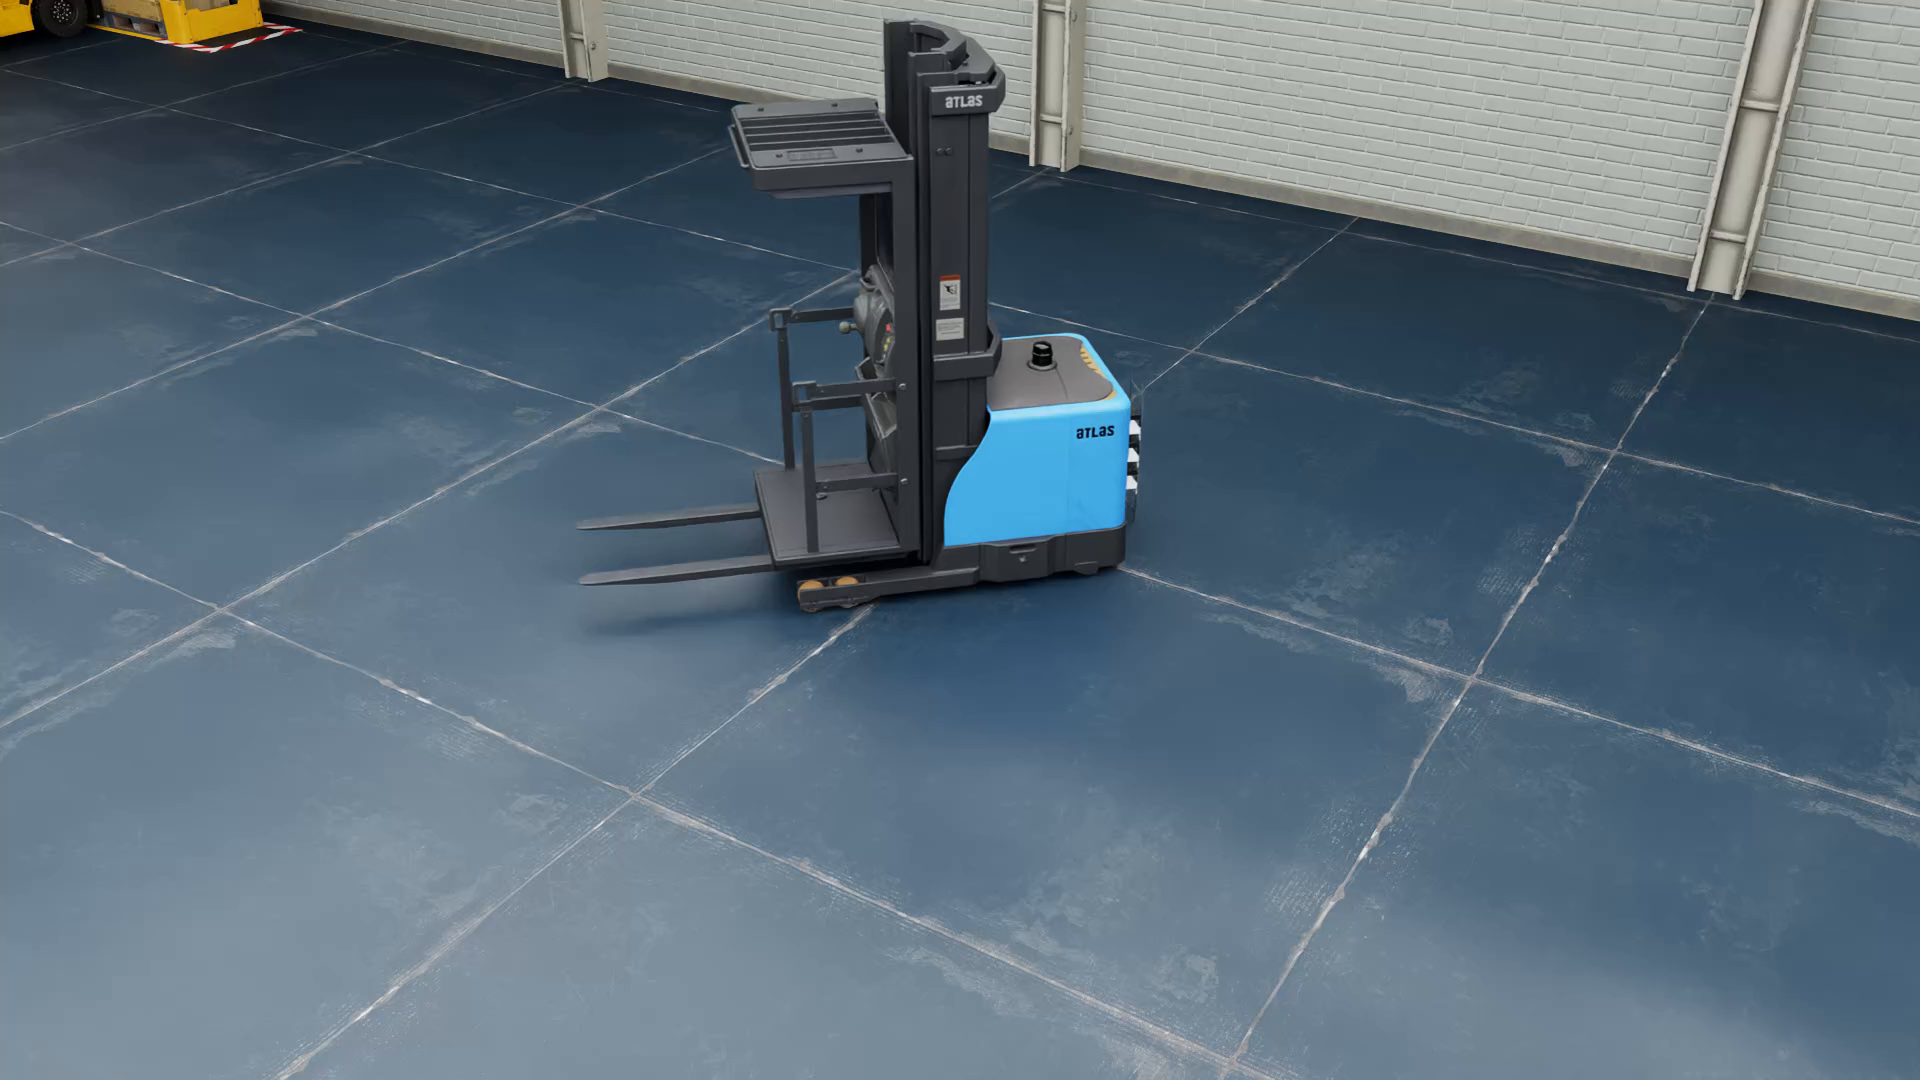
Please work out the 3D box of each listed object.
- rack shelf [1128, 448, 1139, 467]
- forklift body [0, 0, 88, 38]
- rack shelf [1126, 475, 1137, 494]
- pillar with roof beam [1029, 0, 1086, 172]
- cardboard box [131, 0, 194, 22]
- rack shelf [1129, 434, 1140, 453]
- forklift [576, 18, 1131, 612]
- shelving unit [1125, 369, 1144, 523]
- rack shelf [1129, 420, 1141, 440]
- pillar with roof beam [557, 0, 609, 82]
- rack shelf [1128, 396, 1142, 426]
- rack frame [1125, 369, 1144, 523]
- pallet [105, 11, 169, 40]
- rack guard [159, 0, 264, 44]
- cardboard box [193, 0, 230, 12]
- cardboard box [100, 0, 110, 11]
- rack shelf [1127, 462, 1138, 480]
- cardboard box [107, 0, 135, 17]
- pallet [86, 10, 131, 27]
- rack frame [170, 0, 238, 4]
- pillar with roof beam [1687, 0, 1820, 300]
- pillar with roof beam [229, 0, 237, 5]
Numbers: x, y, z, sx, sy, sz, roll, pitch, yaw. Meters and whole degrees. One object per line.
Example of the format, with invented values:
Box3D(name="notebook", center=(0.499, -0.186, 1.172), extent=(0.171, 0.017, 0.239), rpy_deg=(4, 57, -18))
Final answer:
Box3D(name="rack shelf", center=(0.920, -0.510, 9.798), extent=(0.200, 0.077, 0.258), rpy_deg=(-6, 31, -11))
Box3D(name="forklift body", center=(-11.723, -6.896, 19.435), extent=(1.214, 2.155, 2.313), rpy_deg=(18, 35, 27))
Box3D(name="rack shelf", center=(0.920, -0.355, 9.888), extent=(0.200, 0.077, 0.258), rpy_deg=(-6, 31, -11))
Box3D(name="pillar with roof beam", center=(-1.382, -5.643, 10.493), extent=(0.400, 9.000, 9.100), rpy_deg=(18, 35, 27))
Box3D(name="cardboard box", center=(-9.713, -6.518, 20.257), extent=(0.500, 0.250, 0.500), rpy_deg=(18, 35, 28))
Box3D(name="rack shelf", center=(0.920, -0.588, 9.752), extent=(0.200, 0.077, 0.258), rpy_deg=(-6, 31, -11))
Box3D(name="forklift", center=(-0.636, -1.166, 8.840), extent=(3.031, 2.935, 1.130), rpy_deg=(-6, 31, -11))
Box3D(name="shelving unit", center=(0.920, -0.539, 9.781), extent=(0.210, 0.900, 0.258), rpy_deg=(-6, 31, -11))
Box3D(name="rack shelf", center=(0.920, -0.666, 9.707), extent=(0.200, 0.077, 0.258), rpy_deg=(-6, 31, -11))
Box3D(name="pillar with roof beam", center=(-6.464, -7.251, 13.248), extent=(0.400, 9.000, 9.100), rpy_deg=(18, 35, 27))
Box3D(name="rack shelf", center=(0.920, -0.743, 9.662), extent=(0.200, 0.077, 0.258), rpy_deg=(-6, 31, -11))
Box3D(name="rack frame", center=(1.019, -0.550, 9.799), extent=(0.006, 0.900, 0.240), rpy_deg=(-6, 31, -11))
Box3D(name="pallet", center=(-9.817, -6.515, 20.709), extent=(1.213, 0.211, 1.003), rpy_deg=(18, 35, 27))
Box3D(name="rack guard", center=(-9.126, -6.447, 20.304), extent=(0.348, 0.500, 1.175), rpy_deg=(18, 35, 27))
Box3D(name="cardboard box", center=(-9.459, -6.742, 20.641), extent=(0.500, 0.250, 0.500), rpy_deg=(18, 35, 28))
Box3D(name="cardboard box", center=(-10.548, -6.793, 20.729), extent=(0.500, 0.250, 0.500), rpy_deg=(18, 35, 28))
Box3D(name="rack shelf", center=(0.920, -0.432, 9.843), extent=(0.200, 0.077, 0.258), rpy_deg=(-6, 31, -11))
Box3D(name="cardboard box", center=(-10.129, -6.655, 20.492), extent=(0.500, 0.250, 0.500), rpy_deg=(18, 35, 27))
Box3D(name="pallet", center=(-10.846, -6.843, 21.270), extent=(1.213, 0.211, 1.003), rpy_deg=(18, 35, 27))
Box3D(name="rack frame", center=(-9.147, -7.533, 19.686), extent=(0.127, 3.000, 1.000), rpy_deg=(18, 35, 27))
Box3D(name="pillar with roof beam", center=(3.700, -4.036, 7.738), extent=(0.400, 9.000, 9.100), rpy_deg=(18, 35, 27))
Box3D(name="pillar with roof beam", center=(-11.546, -8.858, 16.003), extent=(0.400, 9.000, 9.100), rpy_deg=(18, 35, 27))
